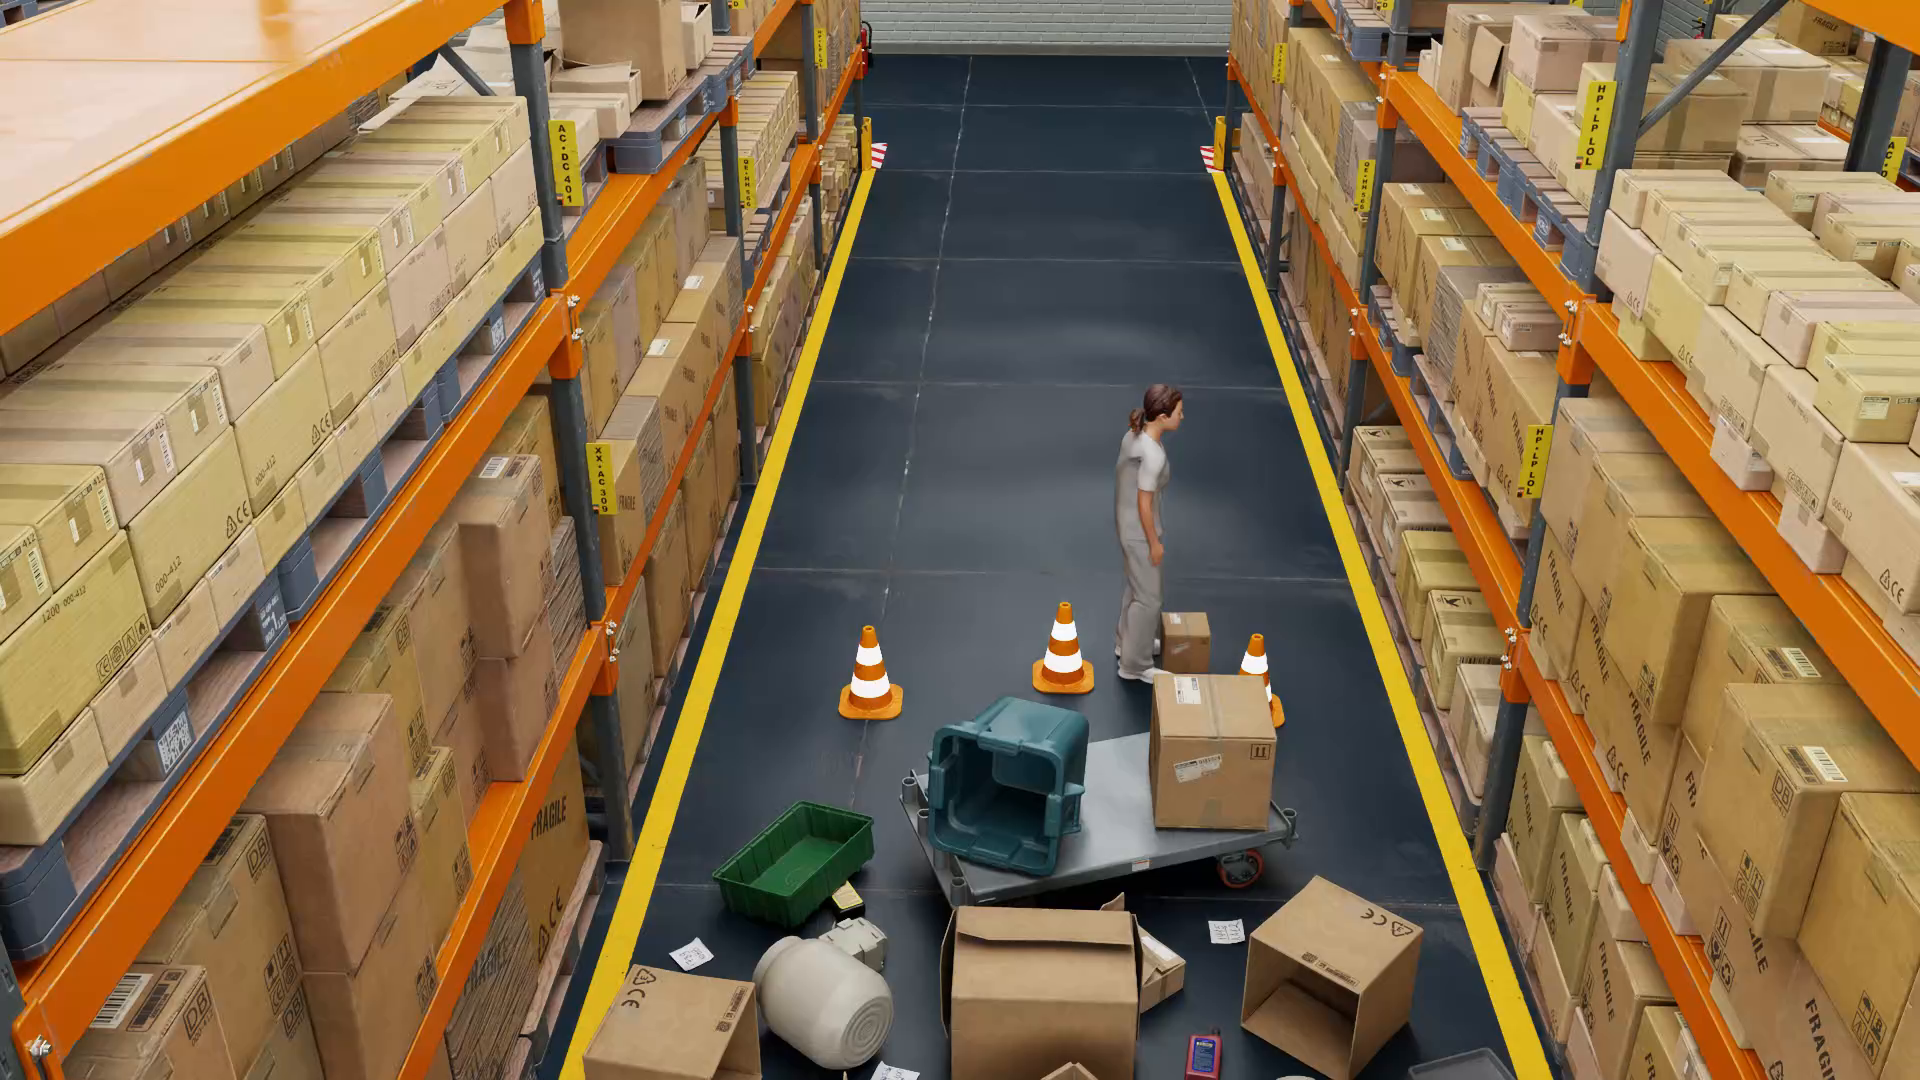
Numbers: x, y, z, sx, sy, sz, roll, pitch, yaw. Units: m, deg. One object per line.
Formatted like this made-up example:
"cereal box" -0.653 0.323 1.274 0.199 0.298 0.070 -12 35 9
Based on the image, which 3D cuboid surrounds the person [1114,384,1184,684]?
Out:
"person" 1.003 -0.052 8.945 0.361 1.672 0.492 0 28 0
